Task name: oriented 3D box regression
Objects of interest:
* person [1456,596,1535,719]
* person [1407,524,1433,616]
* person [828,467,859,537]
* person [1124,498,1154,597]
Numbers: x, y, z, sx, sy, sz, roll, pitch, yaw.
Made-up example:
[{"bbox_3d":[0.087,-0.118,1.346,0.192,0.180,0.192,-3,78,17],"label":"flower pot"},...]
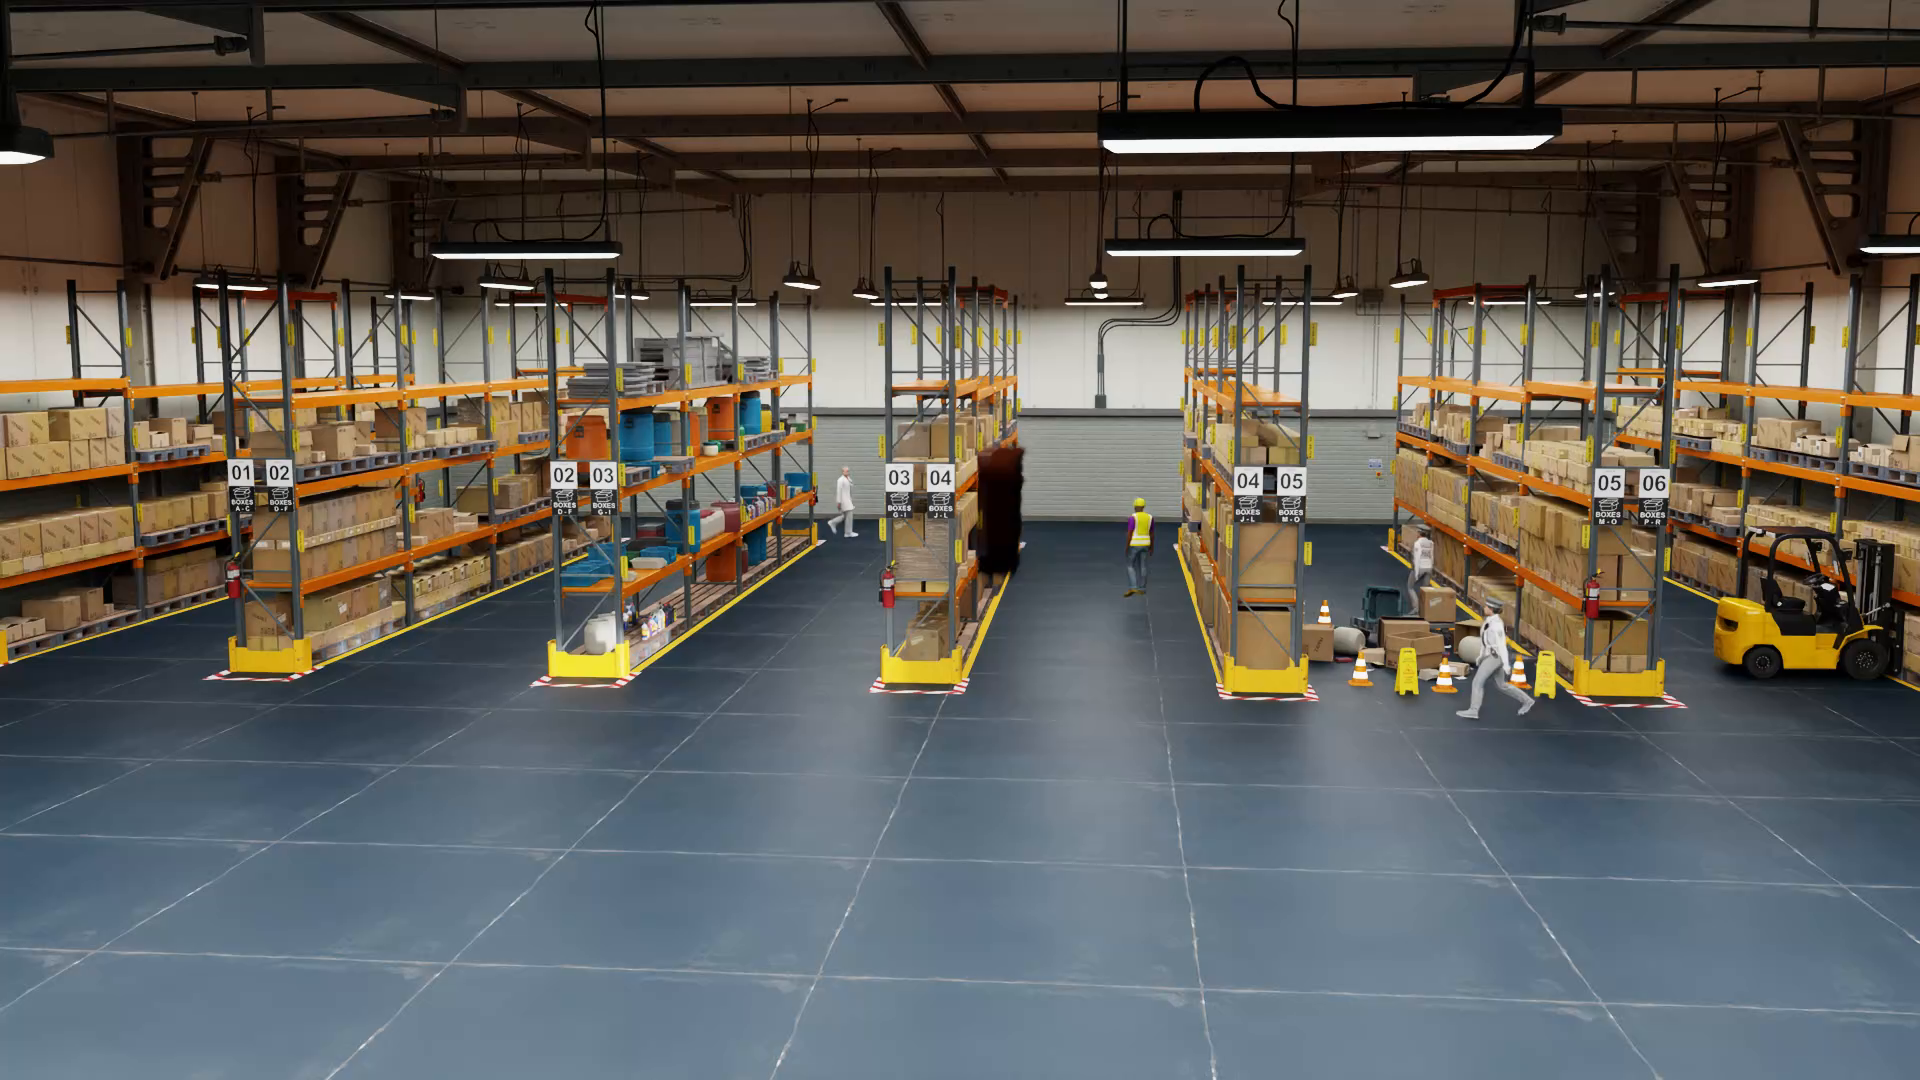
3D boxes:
[{"bbox_3d":[7.045,1.543,21.862,0.967,1.618,0.542,1,7,10],"label":"person"},{"bbox_3d":[8.288,0.565,29.740,0.492,1.678,0.496,-2,7,-17],"label":"person"},{"bbox_3d":[-2.948,-0.973,41.886,0.833,1.758,0.534,1,7,7],"label":"person"},{"bbox_3d":[3.287,0.145,30.604,0.612,1.831,0.407,-3,8,-24],"label":"person"}]
